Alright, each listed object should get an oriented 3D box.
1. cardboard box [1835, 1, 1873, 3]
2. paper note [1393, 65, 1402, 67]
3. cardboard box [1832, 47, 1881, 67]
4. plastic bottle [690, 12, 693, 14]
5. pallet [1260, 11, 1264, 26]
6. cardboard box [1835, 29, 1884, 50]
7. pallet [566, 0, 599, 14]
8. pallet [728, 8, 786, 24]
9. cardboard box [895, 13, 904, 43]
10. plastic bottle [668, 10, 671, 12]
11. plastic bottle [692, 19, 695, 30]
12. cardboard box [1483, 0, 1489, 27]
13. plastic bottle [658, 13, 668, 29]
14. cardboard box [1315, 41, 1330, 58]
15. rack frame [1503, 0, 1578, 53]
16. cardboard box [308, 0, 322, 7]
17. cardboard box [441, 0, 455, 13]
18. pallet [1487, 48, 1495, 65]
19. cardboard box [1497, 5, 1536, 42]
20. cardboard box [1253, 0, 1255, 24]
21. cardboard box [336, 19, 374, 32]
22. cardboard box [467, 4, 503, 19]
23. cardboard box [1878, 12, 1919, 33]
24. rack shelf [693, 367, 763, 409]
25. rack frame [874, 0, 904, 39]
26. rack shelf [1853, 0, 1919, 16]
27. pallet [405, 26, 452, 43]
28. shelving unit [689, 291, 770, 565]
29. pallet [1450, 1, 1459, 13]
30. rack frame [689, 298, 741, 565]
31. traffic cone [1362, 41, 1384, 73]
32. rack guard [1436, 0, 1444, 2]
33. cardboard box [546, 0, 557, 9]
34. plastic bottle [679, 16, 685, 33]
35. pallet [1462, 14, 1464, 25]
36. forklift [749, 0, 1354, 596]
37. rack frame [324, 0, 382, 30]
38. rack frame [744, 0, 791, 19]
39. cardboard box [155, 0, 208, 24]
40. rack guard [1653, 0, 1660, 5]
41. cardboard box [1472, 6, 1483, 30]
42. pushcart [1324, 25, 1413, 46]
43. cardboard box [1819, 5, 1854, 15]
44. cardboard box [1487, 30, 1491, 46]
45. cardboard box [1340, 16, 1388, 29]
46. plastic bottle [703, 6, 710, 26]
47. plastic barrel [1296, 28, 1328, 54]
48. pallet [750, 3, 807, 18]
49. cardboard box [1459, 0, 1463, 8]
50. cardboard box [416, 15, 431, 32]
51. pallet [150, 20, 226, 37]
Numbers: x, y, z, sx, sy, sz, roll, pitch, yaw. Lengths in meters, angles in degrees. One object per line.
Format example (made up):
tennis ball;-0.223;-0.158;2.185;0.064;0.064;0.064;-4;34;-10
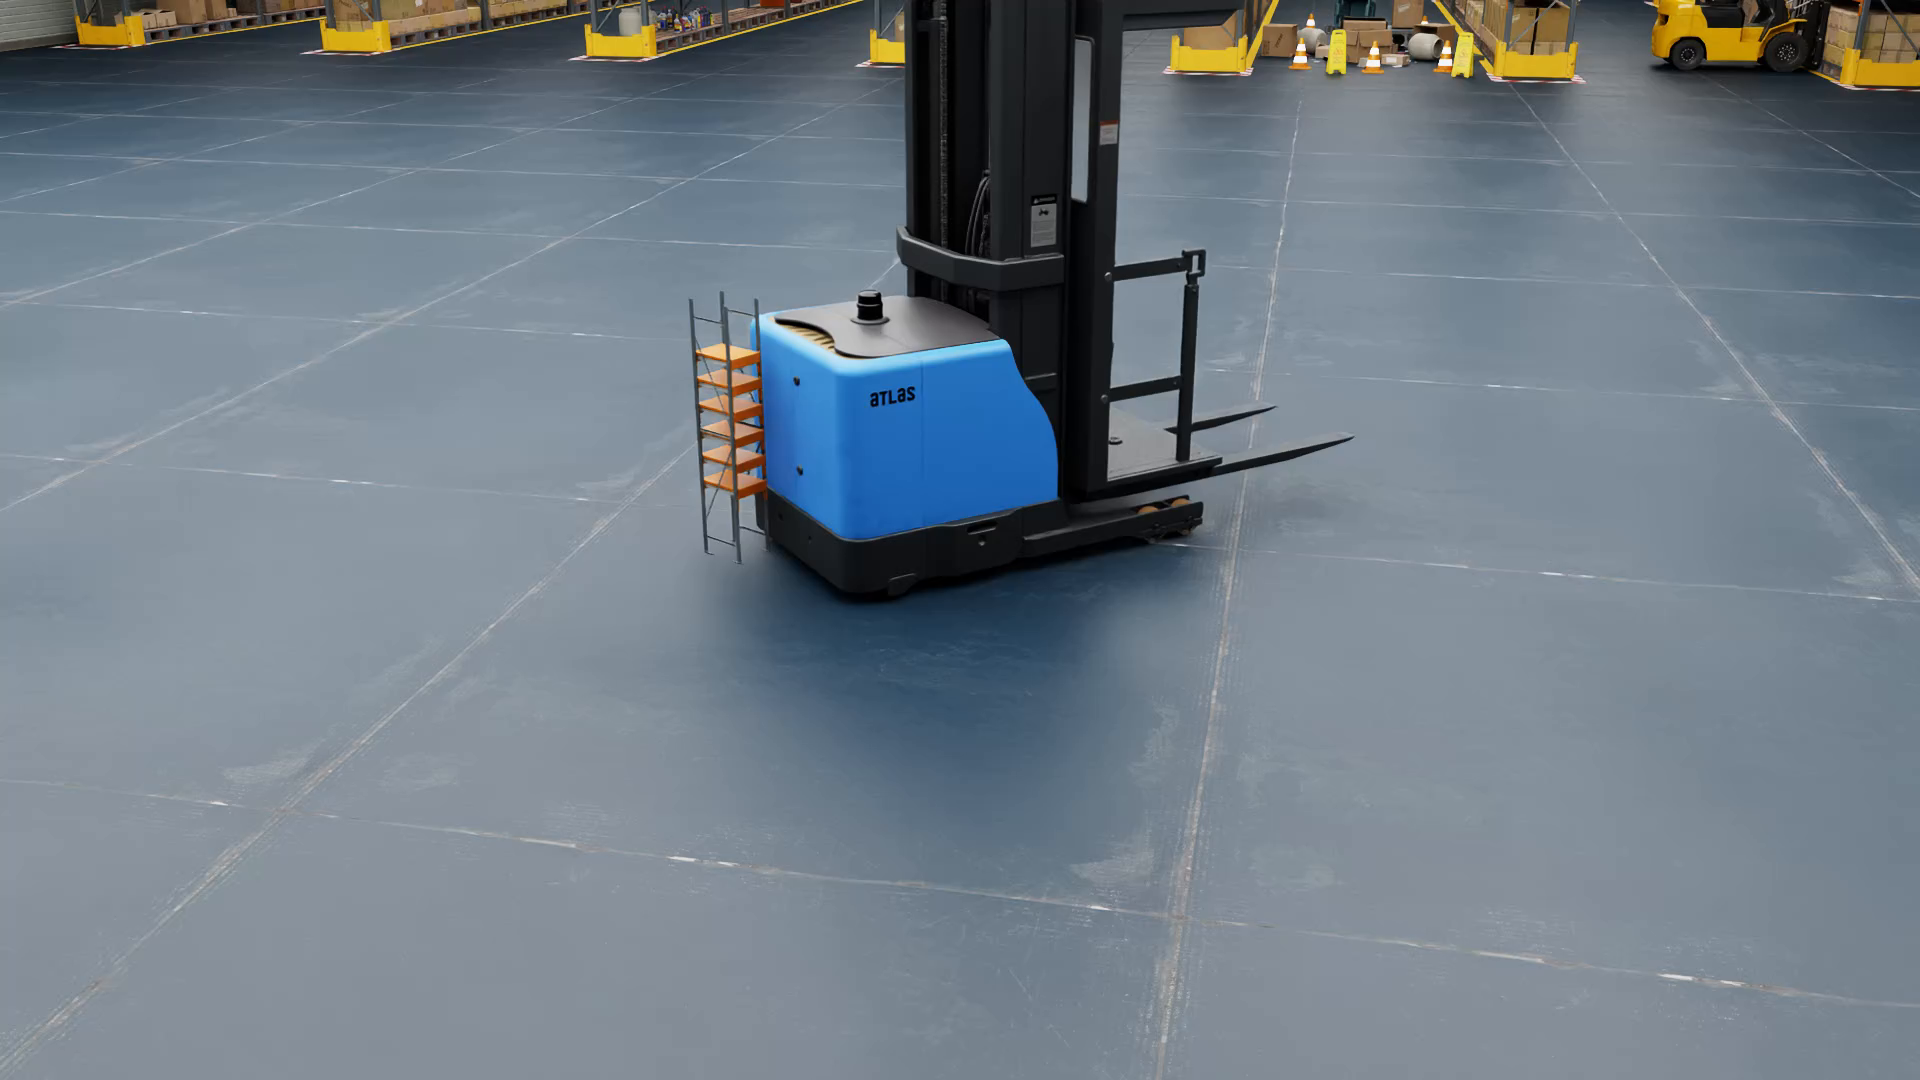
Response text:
cardboard box;14.479;-8.597;26.965;0.500;0.250;0.500;4;22;10
paper note;7.046;-7.629;26.756;0.148;0.019;0.142;-3;22;-8
cardboard box;13.449;-7.247;24.952;0.500;0.250;0.500;5;22;11
plastic bottle;-4.970;-9.720;31.030;0.152;0.276;0.135;4;22;11
pallet;5.729;-10.767;34.306;1.003;0.211;1.213;4;22;11
cardboard box;13.455;-7.485;24.873;0.500;0.250;0.500;4;22;10
pallet;-8.775;-11.924;37.177;1.003;0.211;1.213;4;22;11
pallet;-4.312;-10.994;34.869;1.003;0.211;1.213;4;22;11
cardboard box;-0.756;-8.527;27.795;0.500;0.500;0.500;9;24;21
plastic bottle;-5.465;-9.842;31.333;0.152;0.276;0.135;5;23;13
plastic bottle;-4.921;-9.461;30.486;0.097;0.201;0.097;0;22;0
cardboard box;9.234;-9.044;28.409;0.500;0.500;0.500;6;23;13
plastic bottle;-5.478;-9.555;30.621;0.152;0.276;0.135;4;22;11
cardboard box;6.204;-8.275;28.045;0.396;0.266;0.258;8;23;20
rack frame;8.802;-8.509;24.966;1.000;3.000;0.127;4;22;11
cardboard box;-14.203;-11.737;35.738;0.700;0.500;0.500;4;22;11
cardboard box;-9.873;-10.200;31.279;0.500;0.500;0.500;4;22;11
pallet;9.269;-7.983;27.392;1.003;0.211;1.213;4;22;11
cardboard box;8.710;-8.089;26.038;0.500;0.500;0.500;5;22;11
cardboard box;4.991;-10.050;31.242;1.050;0.750;0.750;4;22;11
cardboard box;-10.776;-9.159;29.699;0.500;0.250;0.500;4;22;11
cardboard box;-9.455;-10.532;33.107;0.500;0.250;0.500;4;22;10
cardboard box;13.946;-7.677;24.679;0.500;0.250;0.500;4;22;10
rack shelf;-1.033;-0.679;7.410;0.258;0.103;0.180;17;28;36
rack frame;-0.899;-9.265;26.842;1.000;3.000;0.127;4;22;11
rack shelf;14.070;-8.530;25.981;1.077;0.370;4.000;4;22;11
pallet;-10.230;-9.455;31.048;1.003;0.211;1.213;4;22;11
shelving unit;-1.033;-0.498;7.483;0.258;1.200;0.189;17;28;36
pallet;11.483;-11.876;37.060;1.003;0.211;1.213;4;22;11
rack frame;-1.091;-0.471;7.417;0.240;1.200;0.006;17;28;36
traffic cone;6.471;-7.548;25.976;0.336;0.463;0.334;4;22;11
rack guard;12.072;-13.210;39.984;1.175;0.500;0.348;4;22;11
cardboard box;-8.934;-11.466;35.428;0.500;0.250;0.500;4;22;10
plastic bottle;-5.009;-9.307;29.994;0.061;0.283;0.133;5;22;12
pallet;10.669;-10.424;33.454;1.003;0.211;1.213;4;22;11
forklift;0.566;-1.507;7.673;3.031;2.935;1.130;-13;25;-28
rack frame;-10.596;-10.021;28.721;1.000;3.000;0.127;4;22;11
rack frame;-4.116;-12.568;35.044;1.000;3.000;0.127;4;22;11
cardboard box;-14.902;-10.161;31.825;0.700;0.500;0.500;3;22;8
rack guard;16.911;-12.796;38.958;1.175;0.500;0.348;4;22;11
cardboard box;10.007;-9.657;30.773;0.950;0.372;0.625;5;23;13
pushcart;7.376;-8.911;29.475;1.648;0.377;0.936;-3;22;-8
cardboard box;13.753;-8.265;26.139;0.500;0.250;0.500;4;22;10
cardboard box;9.030;-8.306;27.580;0.500;0.250;0.500;4;22;10
cardboard box;6.865;-8.592;28.332;0.797;0.637;0.503;4;22;11
plastic bottle;-4.781;-9.823;31.185;0.144;0.351;0.185;4;22;9
plastic barrel;6.022;-8.586;28.605;0.421;0.421;0.512;-16;27;-35
pallet;-3.996;-11.566;36.289;1.003;0.211;1.213;4;22;11
cardboard box;11.203;-11.874;35.604;0.875;0.875;0.875;5;23;13
cardboard box;-10.068;-9.486;30.509;0.500;0.250;0.500;4;22;11
pallet;-14.980;-9.871;32.080;1.003;0.211;1.213;4;22;11
